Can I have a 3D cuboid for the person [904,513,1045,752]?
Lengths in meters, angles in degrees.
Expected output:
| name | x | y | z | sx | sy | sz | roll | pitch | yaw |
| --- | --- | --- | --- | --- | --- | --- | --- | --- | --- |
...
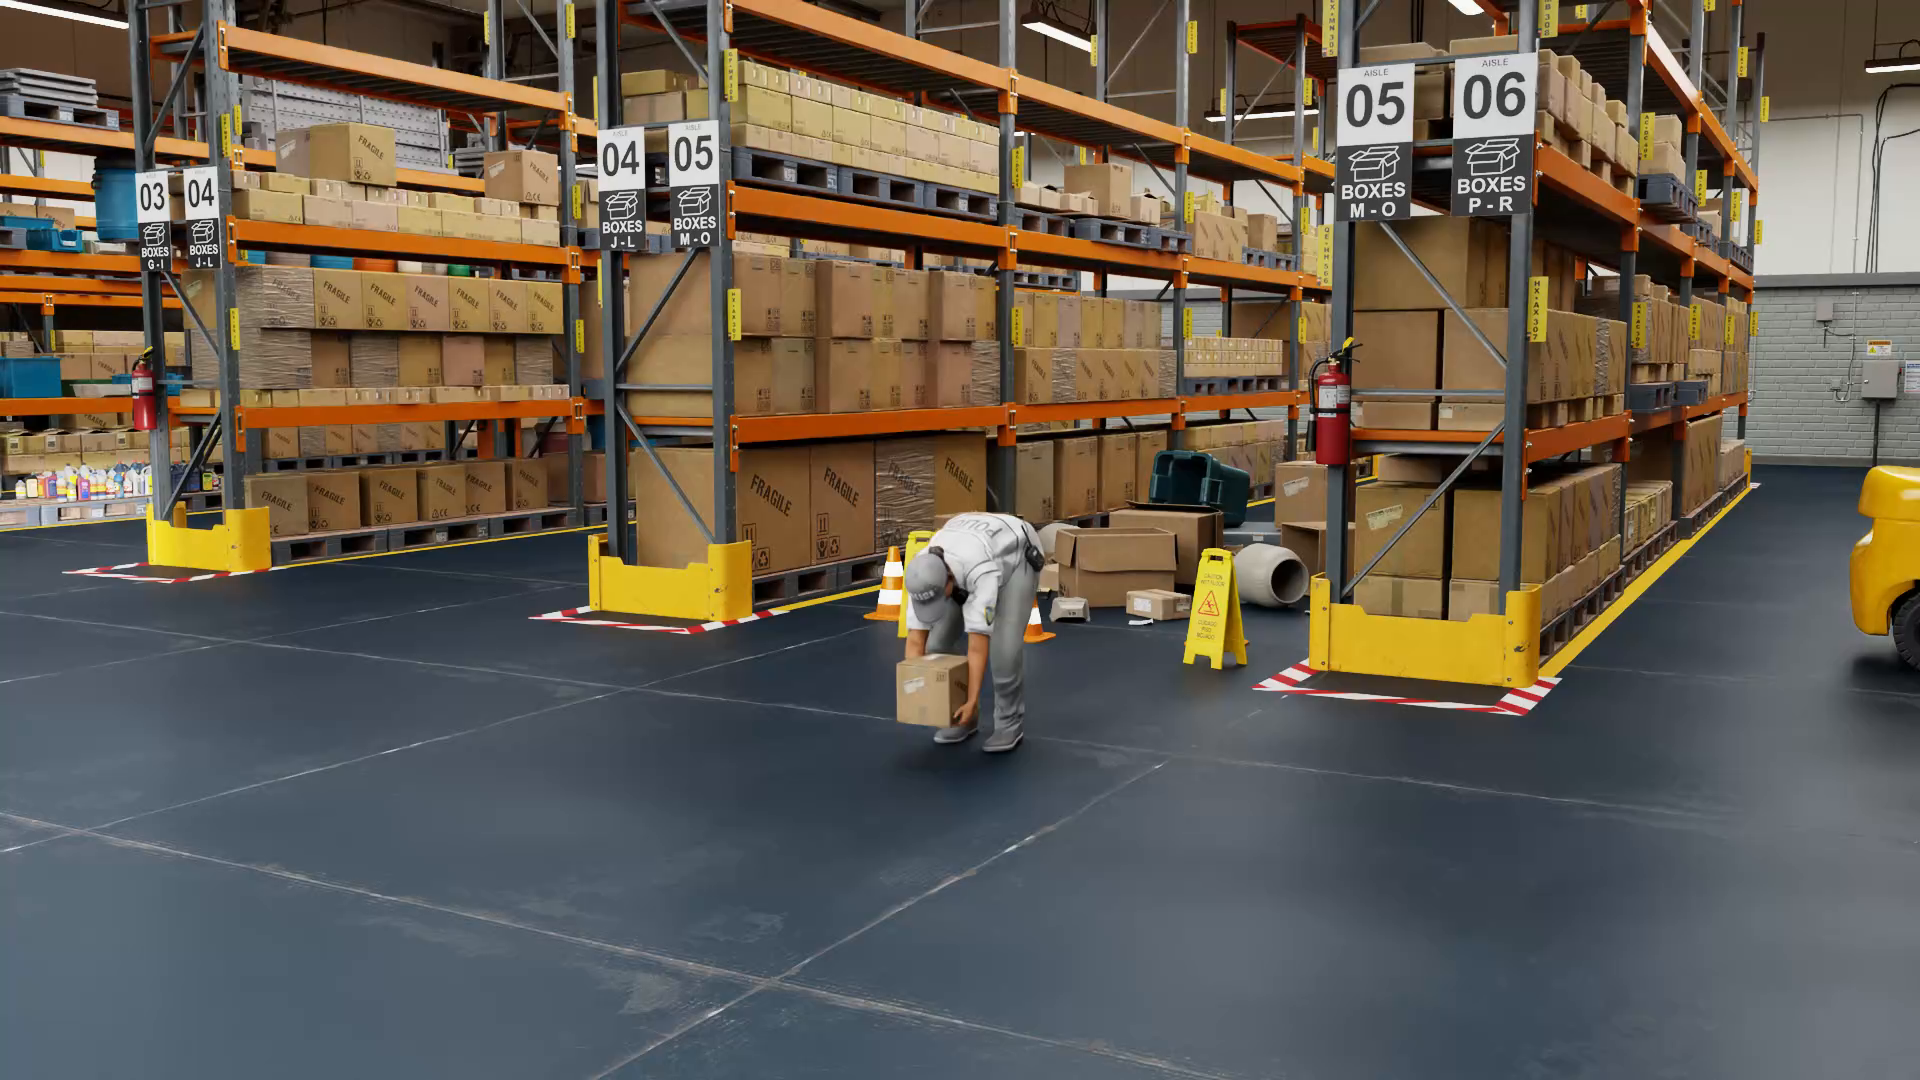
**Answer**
| name | x | y | z | sx | sy | sz | roll | pitch | yaw |
| --- | --- | --- | --- | --- | --- | --- | --- | --- | --- |
| person | 0.022 | 0.406 | 7.136 | 0.484 | 1.014 | 0.949 | 3 | 7 | 26 |
